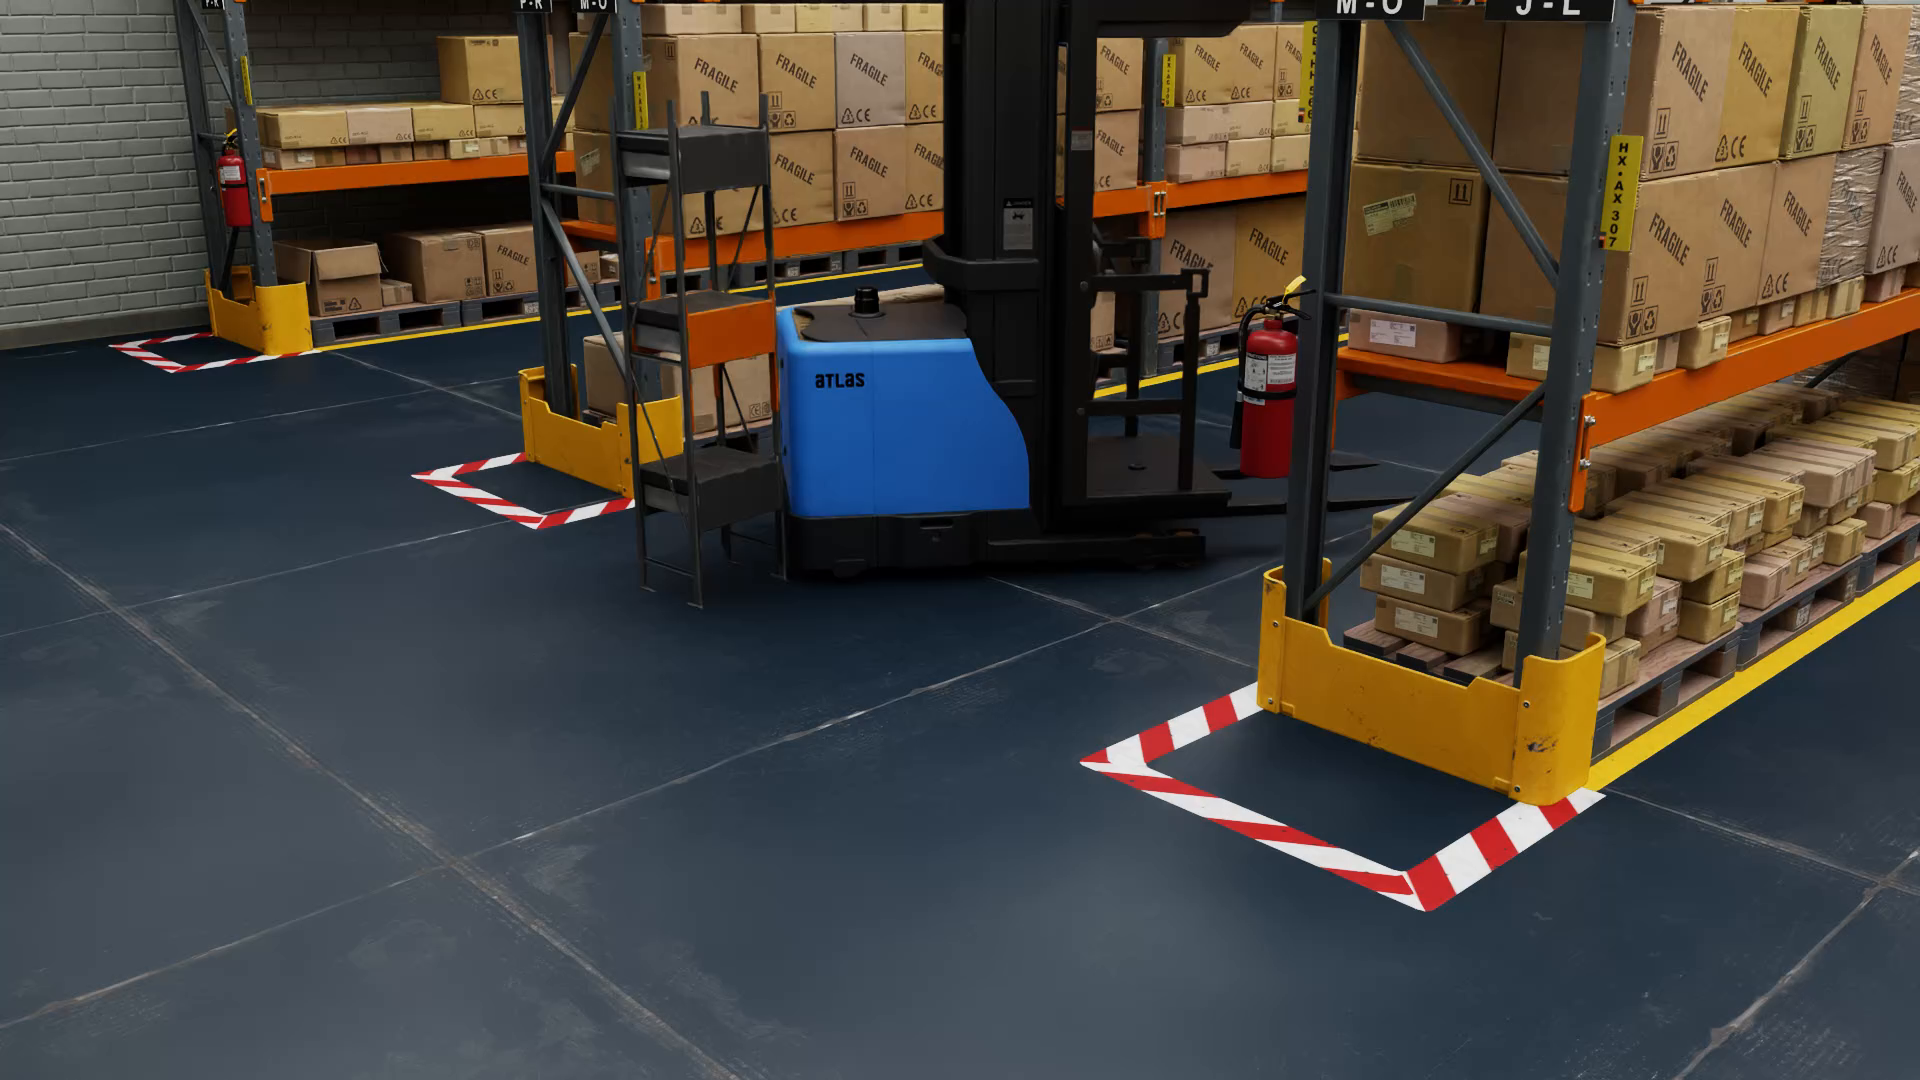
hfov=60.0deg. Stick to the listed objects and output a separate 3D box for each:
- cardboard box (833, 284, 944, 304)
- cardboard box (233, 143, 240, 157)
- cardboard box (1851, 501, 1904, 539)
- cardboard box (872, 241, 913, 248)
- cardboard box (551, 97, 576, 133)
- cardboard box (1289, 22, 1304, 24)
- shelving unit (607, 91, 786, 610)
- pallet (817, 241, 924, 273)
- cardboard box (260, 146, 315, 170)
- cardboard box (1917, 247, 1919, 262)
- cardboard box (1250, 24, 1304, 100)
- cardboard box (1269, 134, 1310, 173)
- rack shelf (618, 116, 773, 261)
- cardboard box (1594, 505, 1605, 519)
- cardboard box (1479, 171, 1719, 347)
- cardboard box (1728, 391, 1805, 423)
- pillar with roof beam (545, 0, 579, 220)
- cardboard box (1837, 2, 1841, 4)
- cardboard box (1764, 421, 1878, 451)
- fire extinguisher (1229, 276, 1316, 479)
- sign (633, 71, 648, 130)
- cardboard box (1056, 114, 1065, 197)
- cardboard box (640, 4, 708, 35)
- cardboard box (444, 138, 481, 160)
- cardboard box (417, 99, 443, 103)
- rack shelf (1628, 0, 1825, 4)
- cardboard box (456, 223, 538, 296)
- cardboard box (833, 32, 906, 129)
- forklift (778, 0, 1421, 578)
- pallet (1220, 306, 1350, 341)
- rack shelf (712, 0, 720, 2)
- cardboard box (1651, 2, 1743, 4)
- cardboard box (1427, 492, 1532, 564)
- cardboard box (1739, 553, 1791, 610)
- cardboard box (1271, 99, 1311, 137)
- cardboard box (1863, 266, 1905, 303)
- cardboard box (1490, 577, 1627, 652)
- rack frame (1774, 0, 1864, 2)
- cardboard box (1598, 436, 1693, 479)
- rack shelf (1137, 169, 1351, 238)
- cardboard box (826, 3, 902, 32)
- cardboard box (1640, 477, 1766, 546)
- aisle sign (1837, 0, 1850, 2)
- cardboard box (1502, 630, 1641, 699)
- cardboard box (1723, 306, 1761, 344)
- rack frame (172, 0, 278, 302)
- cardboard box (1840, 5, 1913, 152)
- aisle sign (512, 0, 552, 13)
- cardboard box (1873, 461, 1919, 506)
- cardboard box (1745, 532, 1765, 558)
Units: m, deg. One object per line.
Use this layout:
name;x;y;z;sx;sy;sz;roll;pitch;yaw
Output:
cardboard box;-0.213;-1.331;10.699;0.875;0.438;0.875;17;25;42
cardboard box;-5.296;-2.924;12.546;0.250;0.149;0.380;-17;24;-41
cardboard box;3.997;-0.138;7.489;0.380;0.149;0.250;17;25;42
cardboard box;-0.812;-3.151;16.213;0.500;0.500;0.500;17;24;42
cardboard box;-3.373;-3.456;13.541;0.500;0.250;0.500;-16;24;-41
cardboard box;2.607;-3.756;12.924;0.500;0.500;0.500;-15;23;-39
shelving unit;-1.095;-0.800;7.046;0.431;2.100;0.503;15;23;39
pallet;-0.994;-2.874;16.508;1.213;0.211;1.003;-16;24;-41
cardboard box;-4.925;-2.801;12.169;0.250;0.149;0.380;-16;24;-41
cardboard box;3.906;-1.474;7.024;0.500;0.500;0.500;-17;25;-42
cardboard box;2.202;-3.421;11.888;0.500;0.500;0.500;-17;25;-42
cardboard box;2.227;-2.827;12.082;0.500;0.250;0.500;-17;24;-41
rack shelf;-1.096;-1.453;6.832;0.431;0.518;0.480;15;23;39
cardboard box;2.467;-0.097;6.881;0.250;0.149;0.380;-16;24;-40
cardboard box;2.051;-0.936;5.362;0.500;0.500;0.500;-15;23;-38
cardboard box;3.808;-0.616;7.998;0.250;0.149;0.380;-15;23;-38
pillar with roof beam;-0.613;-5.704;10.986;0.400;9.000;9.100;-16;24;-41
cardboard box;9.093;-5.594;18.108;0.500;0.500;0.700;-16;24;-40
cardboard box;3.786;-0.399;7.328;0.250;0.149;0.380;-15;23;-39
fire extinguisher;1.035;-0.549;5.545;0.183;0.674;0.296;-16;24;-41
sign;-1.562;-2.125;8.143;0.005;0.325;0.100;-16;24;-41
cardboard box;0.436;-2.431;10.455;0.500;0.500;0.500;-17;25;-42
cardboard box;-1.491;-2.646;8.448;0.250;0.149;0.380;-16;24;-40
cardboard box;-3.954;-3.063;12.976;0.380;0.149;0.250;17;25;42
cardboard box;-4.081;-3.463;13.564;0.500;0.250;0.500;-16;24;-41
rack shelf;2.989;-2.222;6.277;4.000;0.370;1.077;-16;24;-41
cardboard box;-3.742;-2.294;13.568;0.500;0.500;0.500;-16;24;-40
cardboard box;-0.655;-2.584;9.308;0.500;0.500;0.500;-16;24;-41
forklift;0.682;-1.417;7.603;3.031;2.935;1.130;-3;18;-8
pallet;2.363;-1.763;13.079;1.213;0.211;1.003;-16;24;-41
rack shelf;-0.992;-5.269;15.675;4.000;0.370;1.077;-16;24;-41
cardboard box;7.249;-5.053;16.441;0.500;0.500;0.700;-17;24;-41
cardboard box;1.968;-0.049;6.250;0.250;0.149;0.380;-16;24;-40
cardboard box;3.067;0.138;6.639;0.380;0.149;0.250;16;24;41
cardboard box;2.225;-3.063;12.001;0.500;0.250;0.500;-16;24;-40
cardboard box;3.667;-1.093;6.899;0.380;0.149;0.250;17;24;41
cardboard box;2.092;0.248;5.815;0.250;0.149;0.380;-15;23;-39
rack frame;9.687;-5.192;19.133;0.127;3.000;1.000;-16;24;-41
cardboard box;2.896;-0.336;7.133;0.250;0.149;0.380;-16;24;-41
rack shelf;2.421;-2.730;12.709;4.000;0.370;1.077;-16;24;-41
cardboard box;-0.538;-2.918;9.285;0.250;0.149;0.380;-16;24;-40
cardboard box;2.870;-0.113;6.445;0.250;0.149;0.380;-15;23;-39
aisle sign;9.931;-6.376;18.573;0.004;0.787;0.394;-16;24;-41
cardboard box;2.136;0.404;5.817;0.250;0.149;0.380;-16;24;-40
cardboard box;2.693;-0.835;6.103;0.250;0.149;0.380;-17;24;-41
rack frame;-5.352;-2.913;12.105;0.127;3.000;1.000;-16;24;-41
cardboard box;3.167;-1.736;6.210;0.500;0.500;0.500;17;25;42
aisle sign;-2.204;-3.092;8.443;0.004;0.787;0.394;-16;24;-41
cardboard box;4.061;-0.287;7.466;0.380;0.149;0.250;17;24;42
cardboard box;3.004;-0.043;6.714;0.250;0.149;0.380;-15;23;-38
